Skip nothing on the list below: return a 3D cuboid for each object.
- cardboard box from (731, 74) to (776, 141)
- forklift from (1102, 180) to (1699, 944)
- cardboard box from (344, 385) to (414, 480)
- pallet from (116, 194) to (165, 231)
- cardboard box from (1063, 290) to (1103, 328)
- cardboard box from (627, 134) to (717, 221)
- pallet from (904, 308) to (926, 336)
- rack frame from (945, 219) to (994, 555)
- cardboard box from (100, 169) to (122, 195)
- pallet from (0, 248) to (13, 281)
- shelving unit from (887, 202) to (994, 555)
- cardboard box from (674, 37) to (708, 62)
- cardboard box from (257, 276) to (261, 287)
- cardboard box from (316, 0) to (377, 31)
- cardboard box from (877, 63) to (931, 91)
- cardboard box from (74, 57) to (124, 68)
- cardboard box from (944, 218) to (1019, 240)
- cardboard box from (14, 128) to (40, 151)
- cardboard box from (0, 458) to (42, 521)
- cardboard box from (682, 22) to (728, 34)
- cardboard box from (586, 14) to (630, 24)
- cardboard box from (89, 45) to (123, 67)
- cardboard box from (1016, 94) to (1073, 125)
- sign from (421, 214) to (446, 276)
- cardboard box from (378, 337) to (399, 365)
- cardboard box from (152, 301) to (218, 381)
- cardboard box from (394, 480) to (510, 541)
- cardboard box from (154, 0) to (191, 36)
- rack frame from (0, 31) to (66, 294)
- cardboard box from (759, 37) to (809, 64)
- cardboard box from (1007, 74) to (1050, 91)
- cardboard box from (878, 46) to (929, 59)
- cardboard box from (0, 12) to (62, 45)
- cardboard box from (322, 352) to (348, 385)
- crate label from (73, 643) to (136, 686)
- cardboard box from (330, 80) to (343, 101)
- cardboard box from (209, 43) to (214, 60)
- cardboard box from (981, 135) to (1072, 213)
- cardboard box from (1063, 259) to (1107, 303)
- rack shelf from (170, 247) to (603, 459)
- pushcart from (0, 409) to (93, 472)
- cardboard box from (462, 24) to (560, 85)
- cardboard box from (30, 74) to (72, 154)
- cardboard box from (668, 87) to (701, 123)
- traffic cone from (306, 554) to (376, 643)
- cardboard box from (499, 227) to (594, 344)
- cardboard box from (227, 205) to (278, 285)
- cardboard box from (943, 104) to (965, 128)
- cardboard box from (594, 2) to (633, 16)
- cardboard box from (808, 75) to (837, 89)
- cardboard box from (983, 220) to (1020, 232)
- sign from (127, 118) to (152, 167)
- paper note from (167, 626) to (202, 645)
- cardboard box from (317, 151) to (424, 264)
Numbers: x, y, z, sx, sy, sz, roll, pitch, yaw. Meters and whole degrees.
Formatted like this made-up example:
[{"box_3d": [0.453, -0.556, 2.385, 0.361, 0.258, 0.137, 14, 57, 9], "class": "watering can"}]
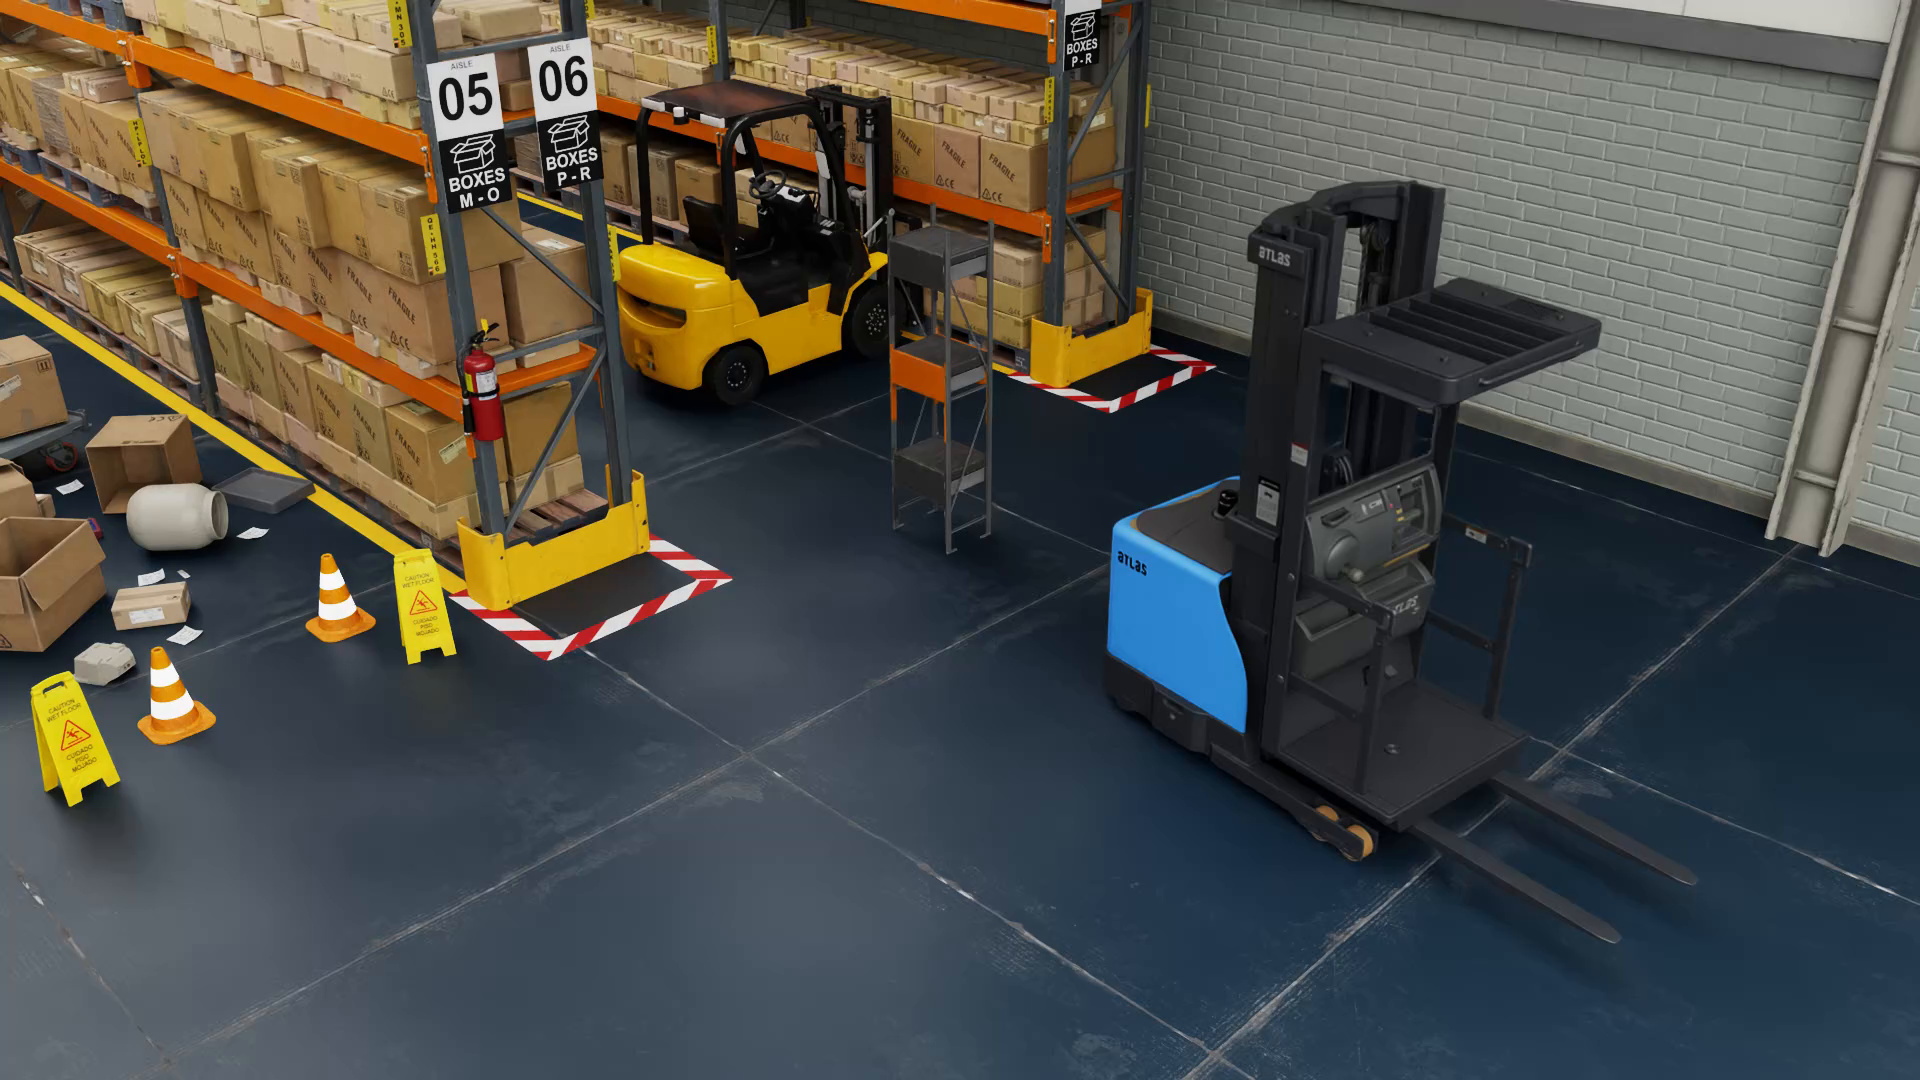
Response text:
[{"box_3d": [-1.675, -3.881, 14.794, 0.500, 0.500, 0.500, 23, 36, 37], "class": "cardboard box"}, {"box_3d": [2.084, -0.044, 7.677, 1.130, 2.935, 3.031, -20, 34, -33], "class": "forklift"}, {"box_3d": [-3.562, -0.760, 10.663, 0.500, 0.500, 0.500, -24, 36, -37], "class": "cardboard box"}, {"box_3d": [-5.729, -2.633, 12.734, 1.213, 0.211, 1.003, 25, 36, 38], "class": "pallet"}, {"box_3d": [0.831, -1.957, 13.746, 0.500, 0.250, 0.500, 25, 37, 39], "class": "cardboard box"}, {"box_3d": [-2.736, -3.626, 16.516, 0.625, 0.625, 0.875, 24, 36, 38], "class": "cardboard box"}, {"box_3d": [-0.396, -2.163, 14.630, 1.213, 0.211, 1.003, 25, 36, 38], "class": "pallet"}, {"box_3d": [0.056, -0.904, 10.206, 0.015, 2.100, 0.400, 25, 36, 38], "class": "rack frame"}, {"box_3d": [-6.231, -2.735, 12.541, 0.250, 0.149, 0.380, 24, 36, 38], "class": "cardboard box"}, {"box_3d": [-8.647, -2.773, 15.791, 1.213, 0.211, 1.003, 25, 36, 38], "class": "pallet"}, {"box_3d": [-0.118, -0.983, 10.357, 0.503, 2.100, 0.431, 25, 36, 38], "class": "shelving unit"}, {"box_3d": [-2.404, -4.516, 15.304, 0.250, 0.149, 0.380, 24, 36, 38], "class": "cardboard box"}, {"box_3d": [-4.495, -1.789, 11.193, 0.250, 0.149, 0.380, 24, 36, 38], "class": "cardboard box"}, {"box_3d": [-3.378, -2.971, 9.360, 0.250, 0.149, 0.380, 25, 37, 39], "class": "cardboard box"}, {"box_3d": [-0.457, -3.772, 13.570, 0.380, 0.149, 0.250, -25, 36, -38], "class": "cardboard box"}, {"box_3d": [-6.882, -3.702, 13.682, 0.500, 0.500, 0.500, 22, 35, 35], "class": "cardboard box"}, {"box_3d": [0.129, -2.386, 13.487, 0.500, 0.250, 0.500, -25, 36, -38], "class": "cardboard box"}, {"box_3d": [-7.514, -3.328, 13.667, 0.250, 0.149, 0.380, 25, 37, 39], "class": "cardboard box"}, {"box_3d": [-6.133, -0.105, 10.257, 0.503, 0.637, 0.797, 25, 36, 38], "class": "cardboard box"}, {"box_3d": [-2.437, -4.849, 15.938, 0.250, 0.149, 0.380, 24, 36, 38], "class": "cardboard box"}, {"box_3d": [-3.459, -5.033, 16.287, 0.250, 0.149, 0.380, 25, 36, 38], "class": "cardboard box"}, {"box_3d": [-6.773, -3.934, 13.427, 0.250, 0.149, 0.380, 23, 35, 36], "class": "cardboard box"}, {"box_3d": [0.641, -3.273, 12.622, 0.250, 0.149, 0.380, 25, 36, 38], "class": "cardboard box"}, {"box_3d": [-2.837, -1.590, 8.960, 0.005, 0.325, 0.100, 25, 36, 38], "class": "sign"}, {"box_3d": [-3.276, -1.191, 10.056, 0.250, 0.149, 0.380, 24, 36, 38], "class": "cardboard box"}, {"box_3d": [-5.661, -1.613, 12.961, 0.950, 0.372, 0.625, -25, 37, -39], "class": "cardboard box"}, {"box_3d": [-3.215, -0.266, 10.530, 0.500, 0.250, 0.500, 24, 36, 38], "class": "cardboard box"}, {"box_3d": [-4.790, -3.413, 10.630, 0.500, 0.250, 0.500, 24, 36, 38], "class": "cardboard box"}, {"box_3d": [-8.138, -3.725, 14.605, 0.127, 3.000, 1.000, 25, 36, 38], "class": "rack frame"}, {"box_3d": [-1.527, -4.280, 14.535, 0.380, 0.149, 0.250, -25, 36, -38], "class": "cardboard box"}, {"box_3d": [0.593, -3.585, 13.214, 0.380, 0.149, 0.250, -24, 36, -38], "class": "cardboard box"}, {"box_3d": [-0.478, -4.099, 14.192, 0.250, 0.149, 0.380, 24, 36, 38], "class": "cardboard box"}, {"box_3d": [-8.318, -4.454, 14.809, 0.500, 0.500, 0.500, 23, 36, 37], "class": "cardboard box"}, {"box_3d": [-3.860, -1.145, 10.698, 0.380, 0.149, 0.250, -23, 36, -37], "class": "cardboard box"}, {"box_3d": [-4.784, 0.683, 9.297, 0.298, 0.136, 0.250, 7, 29, 13], "class": "crate label"}, {"box_3d": [-3.384, -2.628, 9.565, 0.250, 0.149, 0.380, 25, 37, 39], "class": "cardboard box"}, {"box_3d": [-4.500, -3.119, 10.500, 0.250, 0.149, 0.380, 23, 36, 37], "class": "cardboard box"}, {"box_3d": [0.509, -2.881, 12.892, 0.500, 0.500, 0.500, 24, 36, 37], "class": "cardboard box"}, {"box_3d": [0.854, -2.176, 13.624, 0.500, 0.250, 0.500, -25, 36, -38], "class": "cardboard box"}, {"box_3d": [-3.859, -1.449, 11.049, 4.000, 0.370, 1.077, 25, 36, 38], "class": "rack shelf"}, {"box_3d": [-6.848, -0.486, 11.263, 0.936, 0.377, 1.648, 12, 30, 22], "class": "pushcart"}, {"box_3d": [-2.605, -2.760, 9.388, 0.500, 0.250, 0.500, 24, 36, 38], "class": "cardboard box"}, {"box_3d": [-6.868, -3.359, 13.030, 0.500, 0.500, 0.500, 23, 35, 37], "class": "cardboard box"}, {"box_3d": [-2.351, -4.080, 15.440, 0.500, 0.250, 0.500, -24, 36, -38], "class": "cardboard box"}, {"box_3d": [-3.644, 0.296, 9.684, 0.334, 0.463, 0.336, 25, 36, 38], "class": "traffic cone"}, {"box_3d": [-2.577, -1.537, 10.017, 0.500, 0.500, 0.500, 24, 36, 38], "class": "cardboard box"}, {"box_3d": [-4.444, -2.036, 10.965, 0.500, 0.500, 0.500, 24, 36, 38], "class": "cardboard box"}, {"box_3d": [0.086, -3.378, 13.140, 0.250, 0.149, 0.380, 24, 36, 38], "class": "cardboard box"}, {"box_3d": [-3.524, -5.345, 16.881, 0.250, 0.149, 0.380, 24, 36, 38], "class": "cardboard box"}, {"box_3d": [-1.064, -3.858, 14.052, 0.250, 0.149, 0.380, 24, 36, 38], "class": "cardboard box"}, {"box_3d": [0.475, -2.556, 13.811, 0.500, 0.250, 0.500, 25, 36, 38], "class": "cardboard box"}, {"box_3d": [-5.672, -2.747, 11.501, 0.005, 0.325, 0.100, 25, 36, 38], "class": "sign"}, {"box_3d": [-4.503, 0.551, 9.662, 0.142, 0.019, 0.148, 12, 30, 22], "class": "paper note"}, {"box_3d": [-3.306, -1.995, 9.813, 0.700, 0.500, 0.500, -25, 37, -39], "class": "cardboard box"}]
